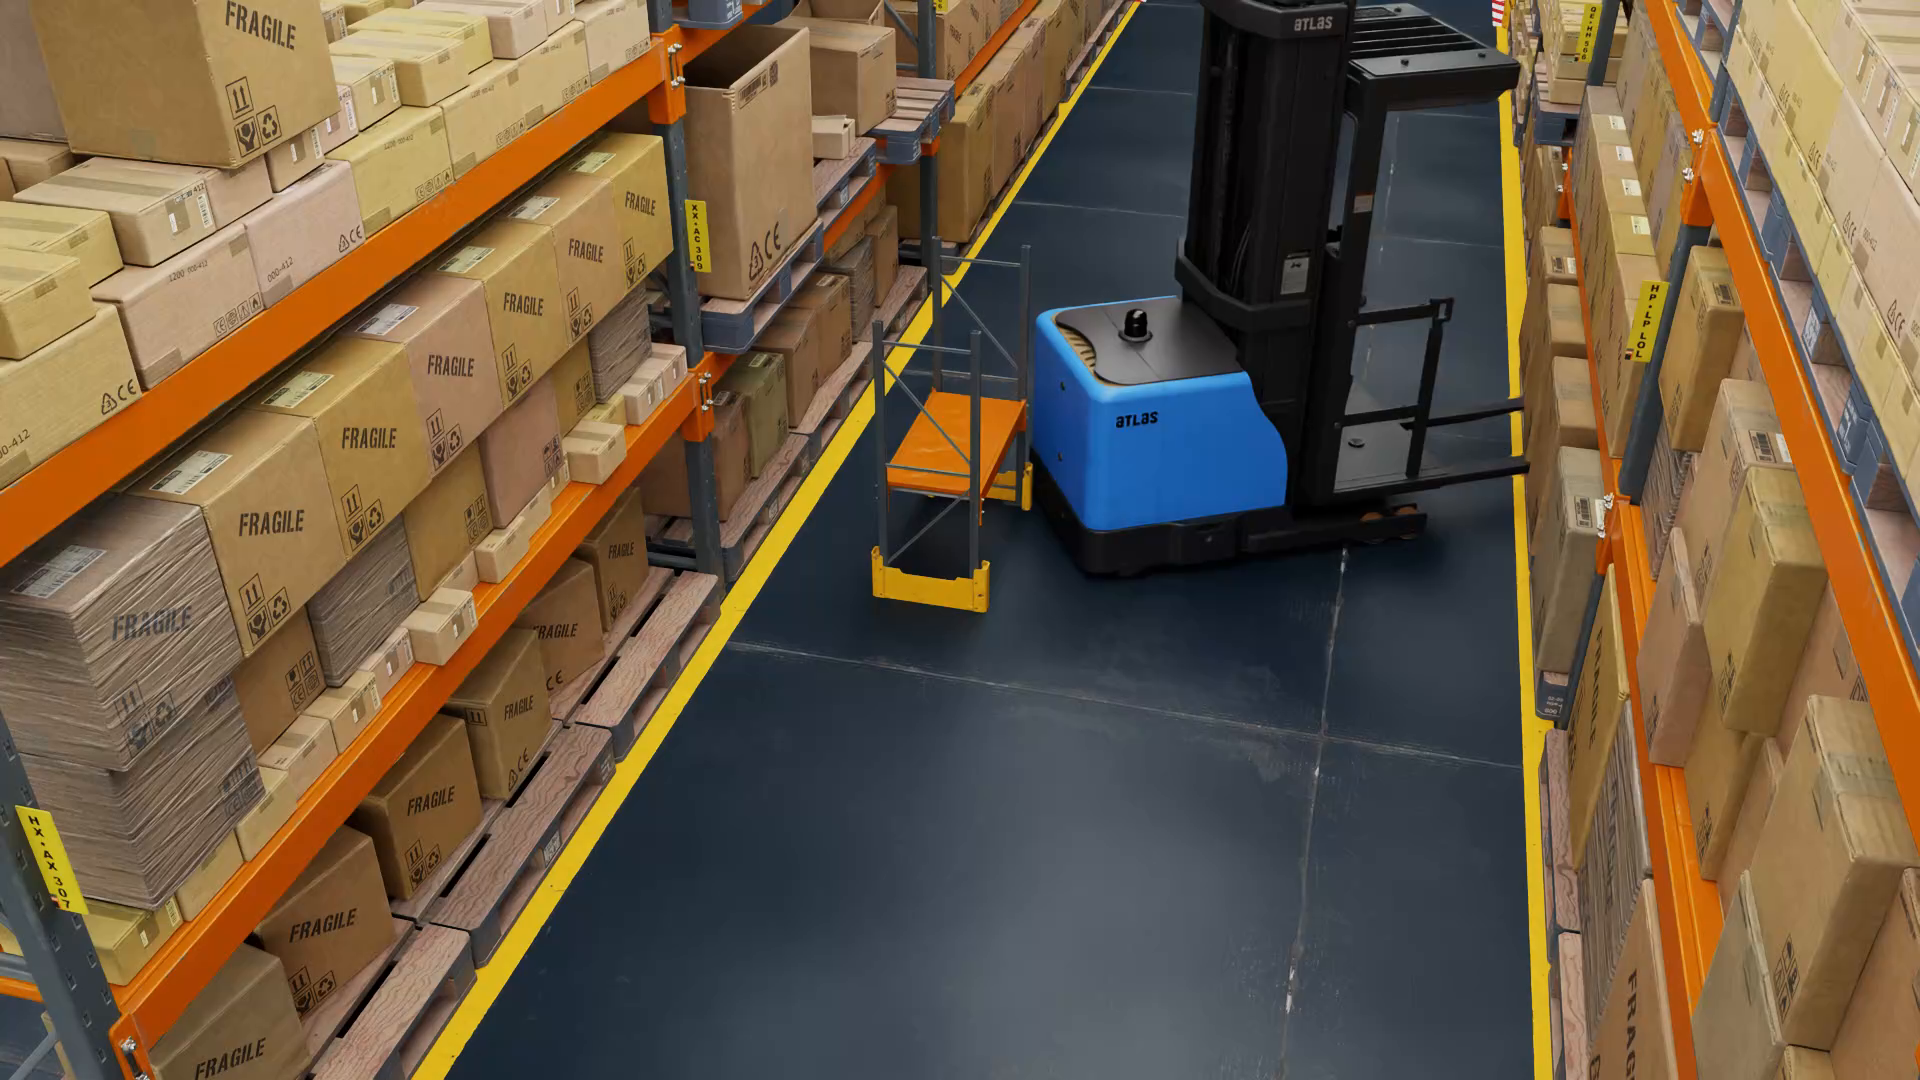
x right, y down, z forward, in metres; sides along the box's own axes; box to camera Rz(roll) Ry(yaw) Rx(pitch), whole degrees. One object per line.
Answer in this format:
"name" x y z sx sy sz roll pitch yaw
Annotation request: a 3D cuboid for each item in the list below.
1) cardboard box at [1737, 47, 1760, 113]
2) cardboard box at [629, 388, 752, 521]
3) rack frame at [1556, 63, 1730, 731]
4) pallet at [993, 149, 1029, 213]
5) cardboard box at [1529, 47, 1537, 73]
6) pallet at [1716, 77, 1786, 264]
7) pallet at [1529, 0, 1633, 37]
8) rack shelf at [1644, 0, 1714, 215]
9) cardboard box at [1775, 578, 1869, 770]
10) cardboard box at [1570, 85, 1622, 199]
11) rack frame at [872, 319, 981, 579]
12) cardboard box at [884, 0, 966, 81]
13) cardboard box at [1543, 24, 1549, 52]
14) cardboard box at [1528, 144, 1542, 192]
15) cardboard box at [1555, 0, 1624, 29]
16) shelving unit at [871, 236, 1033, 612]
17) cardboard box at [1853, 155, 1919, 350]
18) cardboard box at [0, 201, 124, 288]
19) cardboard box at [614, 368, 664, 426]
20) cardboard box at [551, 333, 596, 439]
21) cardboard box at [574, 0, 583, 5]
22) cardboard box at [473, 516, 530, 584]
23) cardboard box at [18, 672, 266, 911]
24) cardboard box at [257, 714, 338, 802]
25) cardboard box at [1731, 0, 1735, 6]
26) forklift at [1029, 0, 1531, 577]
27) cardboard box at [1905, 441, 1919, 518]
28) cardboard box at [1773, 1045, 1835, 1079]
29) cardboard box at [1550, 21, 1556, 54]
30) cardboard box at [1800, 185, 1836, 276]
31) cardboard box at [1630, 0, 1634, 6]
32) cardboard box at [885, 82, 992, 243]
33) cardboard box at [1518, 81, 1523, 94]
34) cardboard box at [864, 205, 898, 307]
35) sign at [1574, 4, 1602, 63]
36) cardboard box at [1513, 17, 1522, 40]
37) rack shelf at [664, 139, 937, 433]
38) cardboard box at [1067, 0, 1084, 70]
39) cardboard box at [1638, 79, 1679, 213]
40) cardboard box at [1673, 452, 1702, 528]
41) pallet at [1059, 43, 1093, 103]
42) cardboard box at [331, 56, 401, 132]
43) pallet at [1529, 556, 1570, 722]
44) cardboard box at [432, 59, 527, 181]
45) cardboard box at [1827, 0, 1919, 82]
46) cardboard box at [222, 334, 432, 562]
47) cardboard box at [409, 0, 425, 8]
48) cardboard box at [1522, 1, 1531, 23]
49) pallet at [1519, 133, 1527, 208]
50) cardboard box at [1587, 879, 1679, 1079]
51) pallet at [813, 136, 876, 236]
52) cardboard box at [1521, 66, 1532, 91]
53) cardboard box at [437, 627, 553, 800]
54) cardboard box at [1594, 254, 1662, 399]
"cardboard box" 2.620 -1.396 5.104 0.380 0.149 0.250 8 33 13
"cardboard box" -1.490 -0.469 8.611 0.700 0.500 0.500 6 33 9
"rack frame" 3.105 -0.294 6.417 1.000 3.000 0.127 8 33 12
"pallet" -0.067 -2.951 13.195 1.003 0.211 1.213 8 33 12
"cardboard box" 5.000 -4.029 14.003 0.380 0.149 0.250 8 33 13
"pallet" 2.887 -1.100 4.971 1.003 0.211 1.213 8 33 12
"pallet" 4.801 -3.988 12.406 1.003 0.211 1.213 8 33 12
"rack shelf" 3.613 -2.295 7.438 1.077 0.370 4.000 8 33 12
"cardboard box" 2.545 0.505 4.013 0.875 0.550 0.550 8 33 12
"cardboard box" 3.745 -2.216 9.347 0.500 0.500 0.500 8 33 13
"rack frame" -0.151 -0.324 7.862 0.500 1.500 0.032 8 33 12
"cardboard box" -0.265 -3.355 11.139 0.500 0.500 0.500 9 34 14
"cardboard box" 4.064 -3.291 10.973 0.380 0.149 0.250 7 33 10
"cardboard box" 4.439 -2.672 12.096 0.500 0.500 0.500 9 33 13
"cardboard box" 3.933 -3.275 10.394 0.380 0.149 0.250 9 34 14
"shelving unit" -0.021 -0.593 8.285 0.587 1.500 1.083 8 33 12
"cardboard box" 2.200 -0.578 3.445 0.500 0.250 0.500 8 33 12
"cardboard box" -2.284 -0.698 4.024 0.380 0.149 0.250 7 33 12
"cardboard box" -1.510 -0.636 7.189 0.380 0.149 0.250 8 33 12
"cardboard box" -2.002 -0.710 6.701 0.875 0.500 0.500 8 33 12
"cardboard box" -1.626 -2.059 6.165 0.380 0.149 0.250 8 33 13
"cardboard box" -1.832 0.012 6.170 0.380 0.149 0.250 8 33 12
"cardboard box" -2.516 0.604 4.633 0.875 0.500 0.500 8 33 12
"cardboard box" -2.176 0.657 5.155 0.380 0.149 0.250 8 33 12
"cardboard box" 3.130 -2.105 6.124 0.500 0.250 0.500 8 33 13
"forklift" 1.951 -1.481 8.347 3.031 2.935 1.130 -8 33 -13
"cardboard box" 1.976 -0.081 3.035 0.380 0.149 0.250 9 33 13
"cardboard box" 2.140 1.519 3.424 0.875 0.550 0.550 8 33 12
"cardboard box" 3.935 -3.161 10.492 0.380 0.149 0.250 9 33 14
"cardboard box" 2.298 -0.742 4.074 0.380 0.149 0.250 8 33 13
"cardboard box" 5.032 -3.890 11.916 0.380 0.149 0.250 6 33 10
"cardboard box" -0.457 -2.734 11.843 1.225 0.875 0.875 7 33 10
"cardboard box" 5.057 -3.939 14.416 0.380 0.149 0.250 7 33 11
"cardboard box" -0.803 -1.878 10.828 0.700 0.500 0.500 6 33 10
"sign" 3.593 -2.894 9.501 0.100 0.325 0.005 8 33 12
"cardboard box" 5.493 -4.873 15.885 0.380 0.149 0.250 8 33 13
"rack shelf" -1.159 -1.756 9.387 1.077 0.370 4.000 8 33 12
"cardboard box" 0.608 -4.786 15.071 0.875 0.875 0.875 8 33 12
"cardboard box" 3.612 -1.808 7.773 0.700 0.500 0.500 8 33 12
"cardboard box" 2.905 0.124 5.619 0.875 0.550 0.550 8 33 12
"pallet" 0.632 -4.381 15.444 1.003 0.211 1.213 8 33 12
"cardboard box" -1.953 -1.373 5.085 0.380 0.149 0.250 7 33 11
"pallet" 3.228 0.472 7.811 1.003 0.211 1.213 8 33 12
"cardboard box" -1.797 -1.418 5.528 0.500 0.250 0.500 8 33 12
"cardboard box" 2.362 -1.207 4.063 0.380 0.149 0.250 8 33 12
"cardboard box" -2.020 -0.303 5.128 0.500 0.500 0.500 8 33 12
"cardboard box" -2.139 -1.980 6.042 0.380 0.149 0.250 8 33 13
"cardboard box" 5.374 -4.835 15.272 0.380 0.149 0.250 9 33 13
"pallet" 4.939 -2.865 13.060 1.003 0.211 1.213 8 33 12
"cardboard box" 2.419 1.683 4.896 0.875 0.875 0.875 8 33 12
"pallet" -1.115 -1.984 9.254 1.003 0.211 1.213 8 33 12
"cardboard box" 4.964 -3.894 14.069 0.380 0.149 0.250 6 33 10
"cardboard box" -2.027 0.689 6.809 0.500 0.500 0.500 5 33 8
"cardboard box" 3.107 -0.906 7.286 0.500 0.500 0.500 8 33 12
